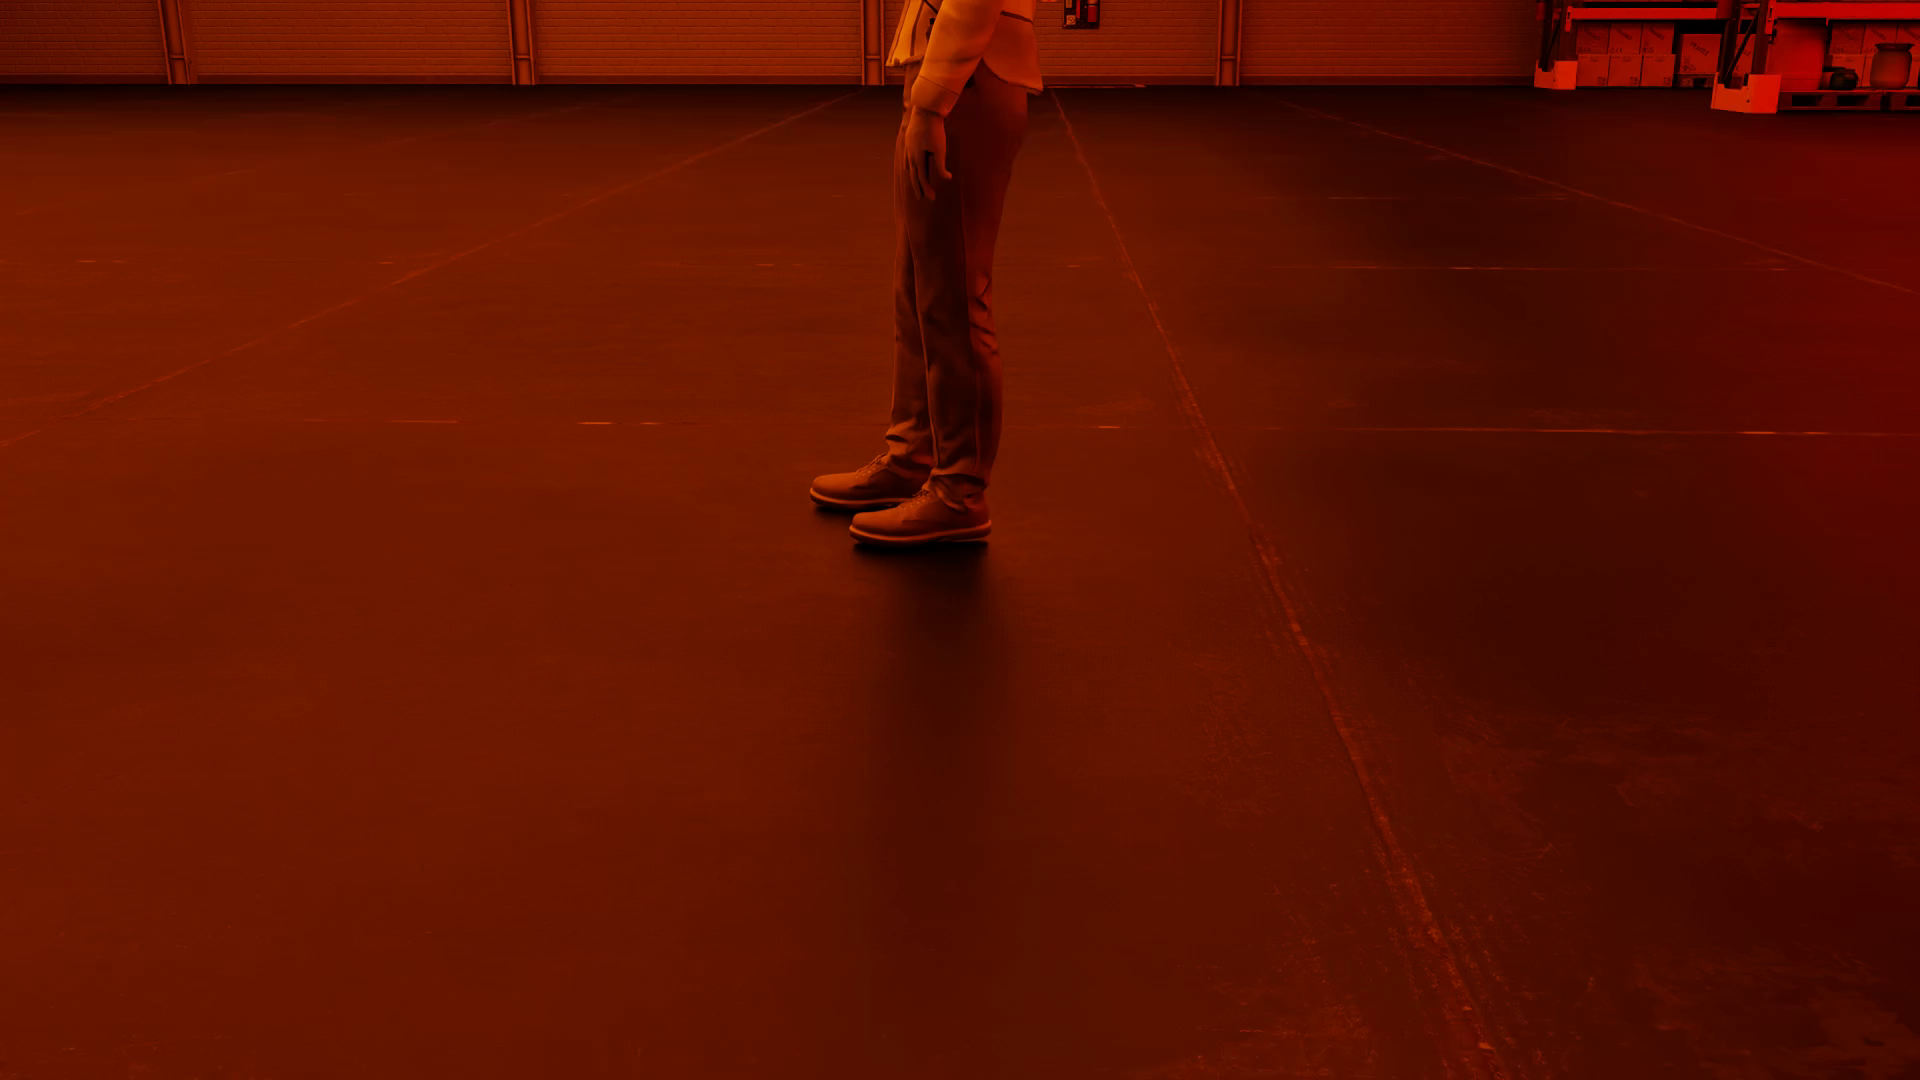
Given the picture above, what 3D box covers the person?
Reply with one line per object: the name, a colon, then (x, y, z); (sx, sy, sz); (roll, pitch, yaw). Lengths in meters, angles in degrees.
person: (-0.068, -0.819, 3.127); (0.531, 1.695, 0.588); (1, 17, 2)
